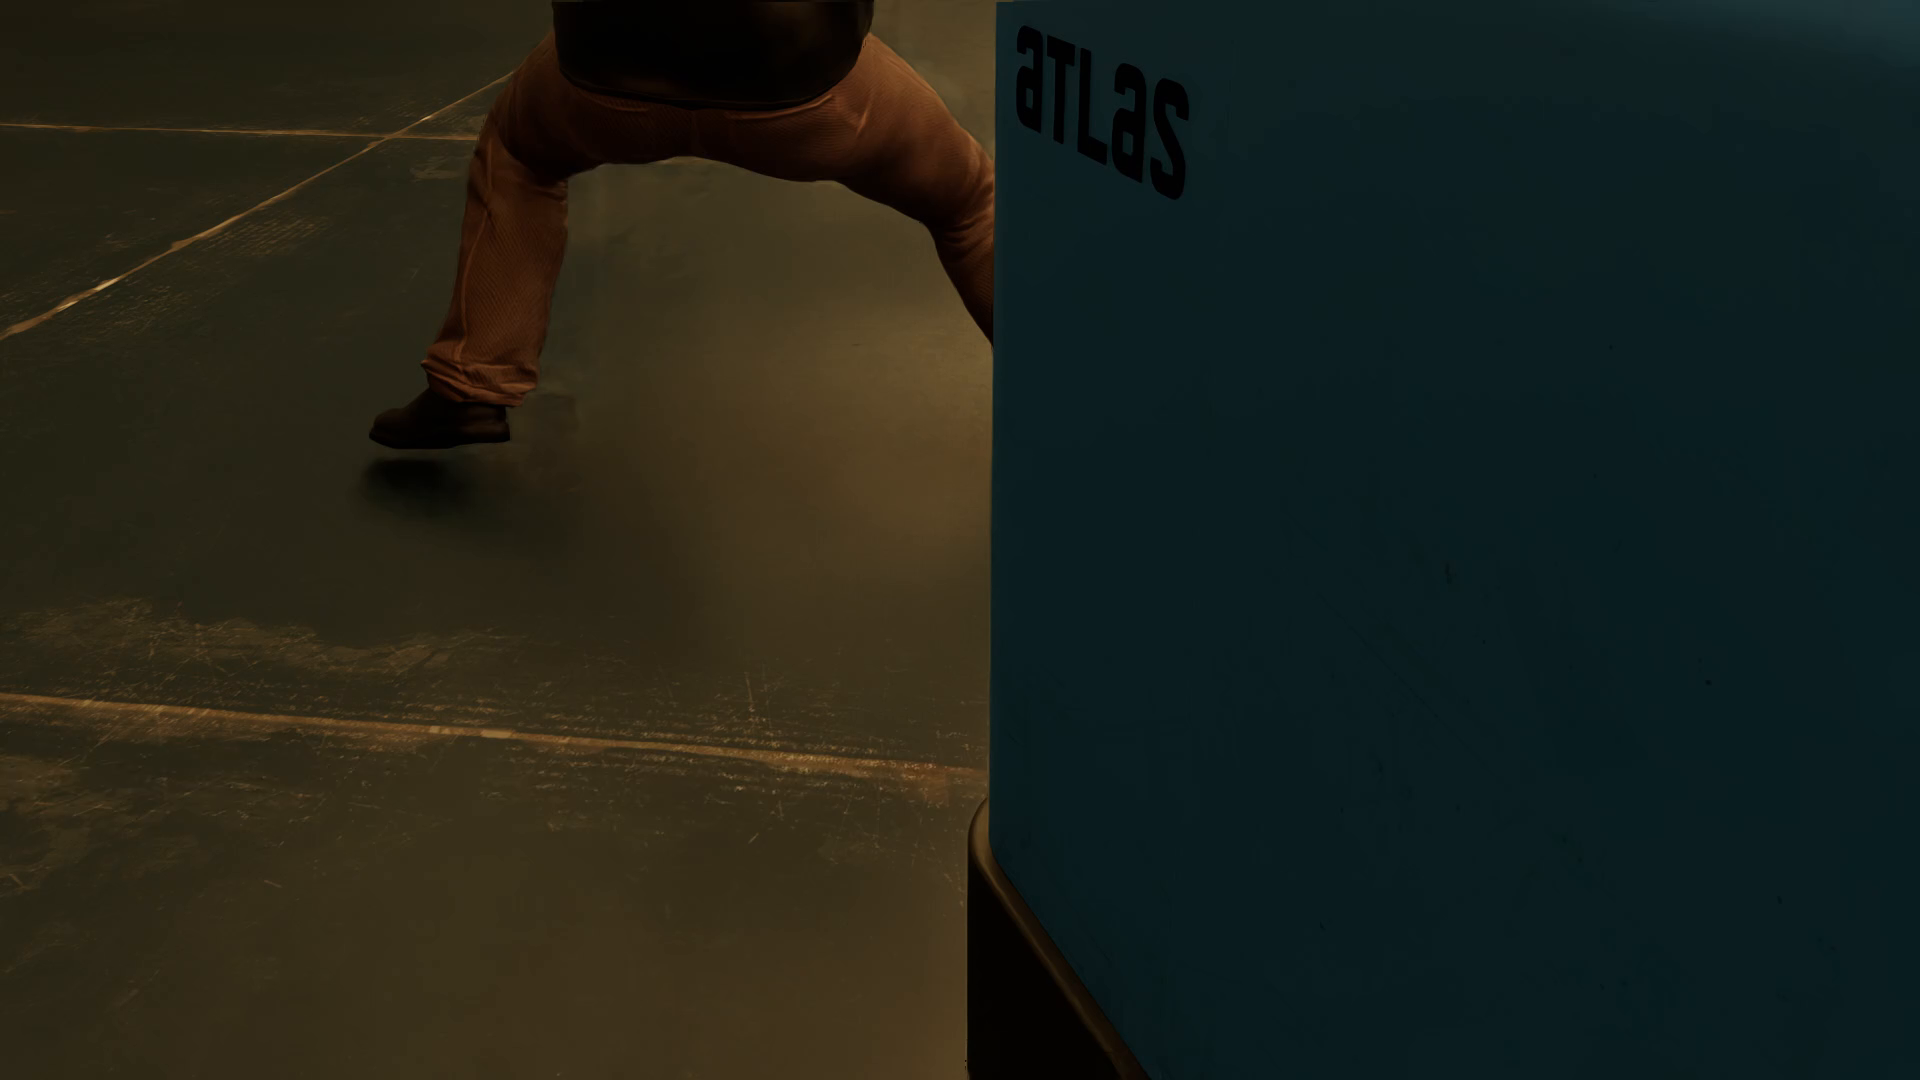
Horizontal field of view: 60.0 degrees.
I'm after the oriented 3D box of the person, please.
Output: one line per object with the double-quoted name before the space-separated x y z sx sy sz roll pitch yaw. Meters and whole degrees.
"person" -0.353 -0.802 2.434 1.213 1.496 0.701 5 27 9
